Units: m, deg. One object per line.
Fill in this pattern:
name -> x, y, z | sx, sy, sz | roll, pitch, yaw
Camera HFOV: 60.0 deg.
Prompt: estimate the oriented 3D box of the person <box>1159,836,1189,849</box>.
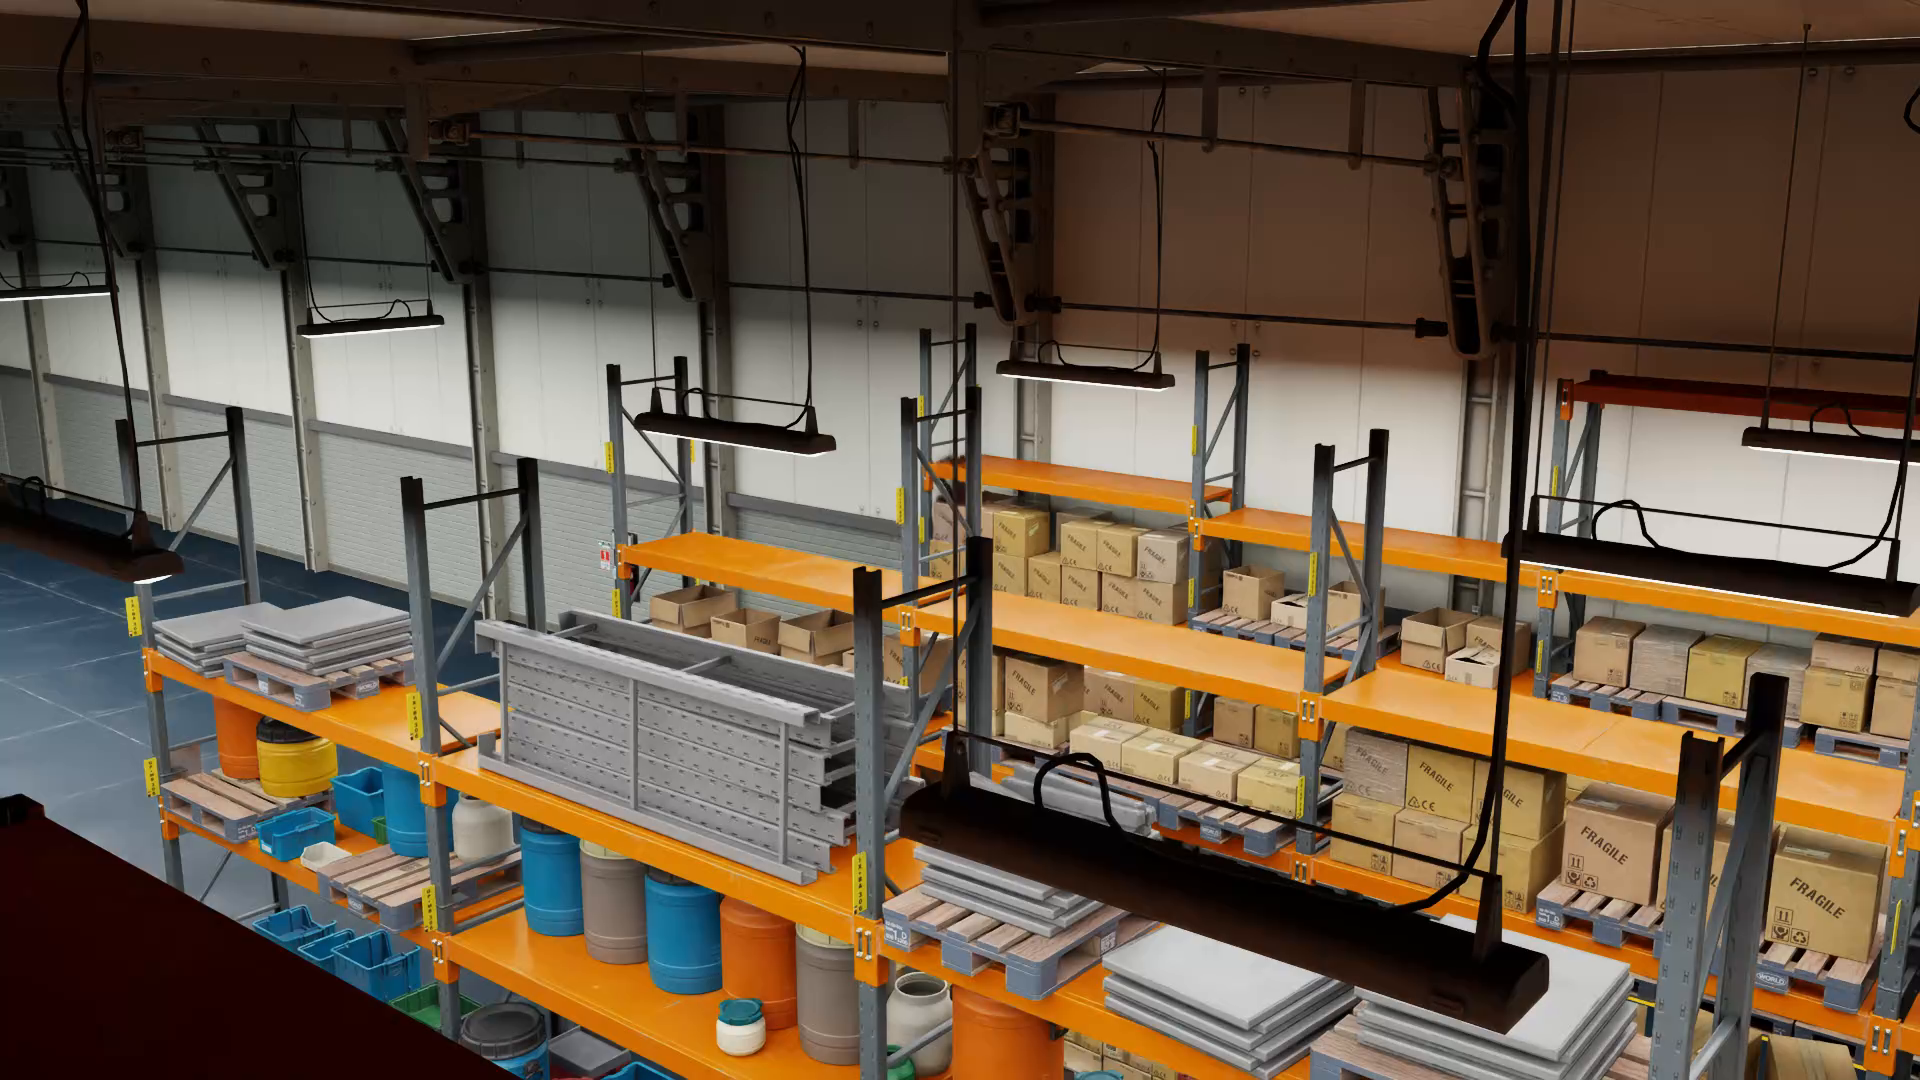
person -> 2.078, 3.470, 17.103 | 0.956, 1.678, 0.528 | 7, 14, 28
